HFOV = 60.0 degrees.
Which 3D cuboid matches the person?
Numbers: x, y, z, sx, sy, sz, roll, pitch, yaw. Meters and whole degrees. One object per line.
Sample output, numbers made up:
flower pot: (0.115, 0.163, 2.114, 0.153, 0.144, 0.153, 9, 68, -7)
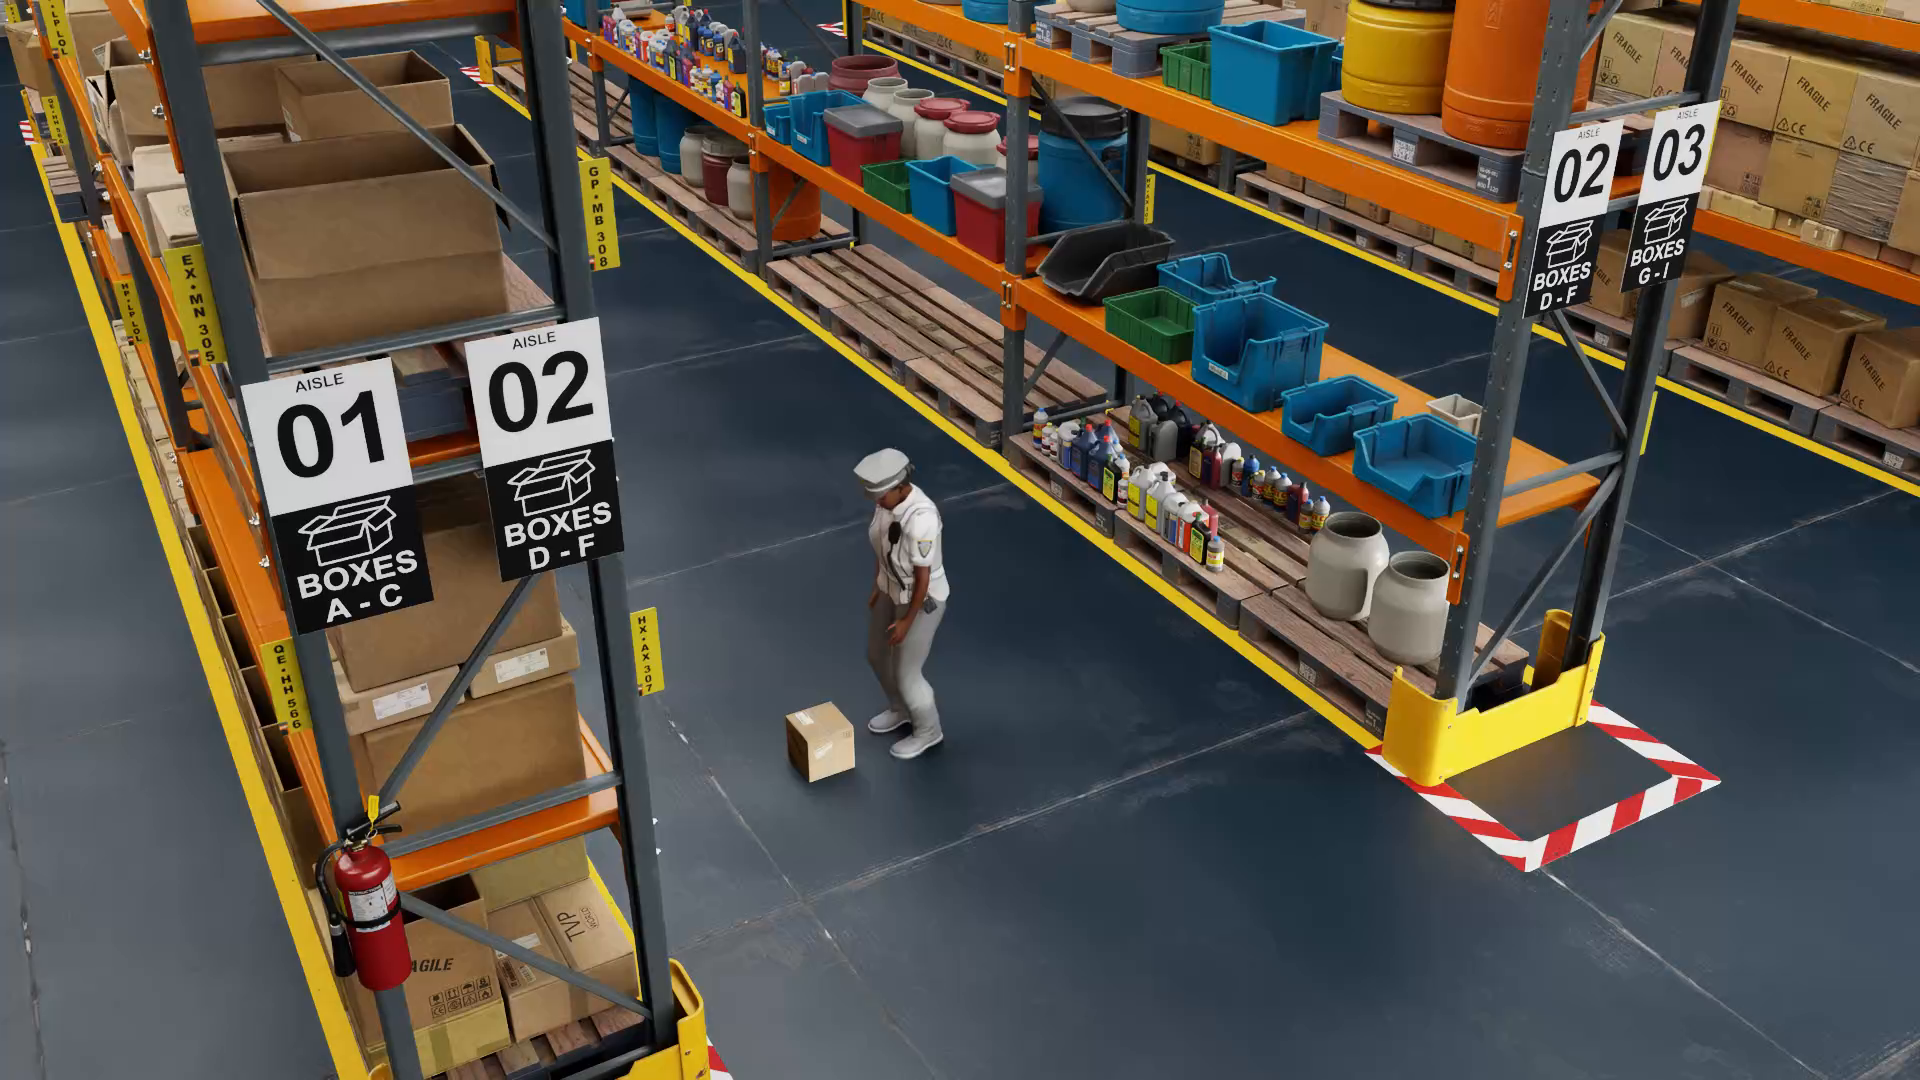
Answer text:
person: (-0.274, 0.306, 8.061, 0.442, 1.624, 0.457, -15, 33, -25)
